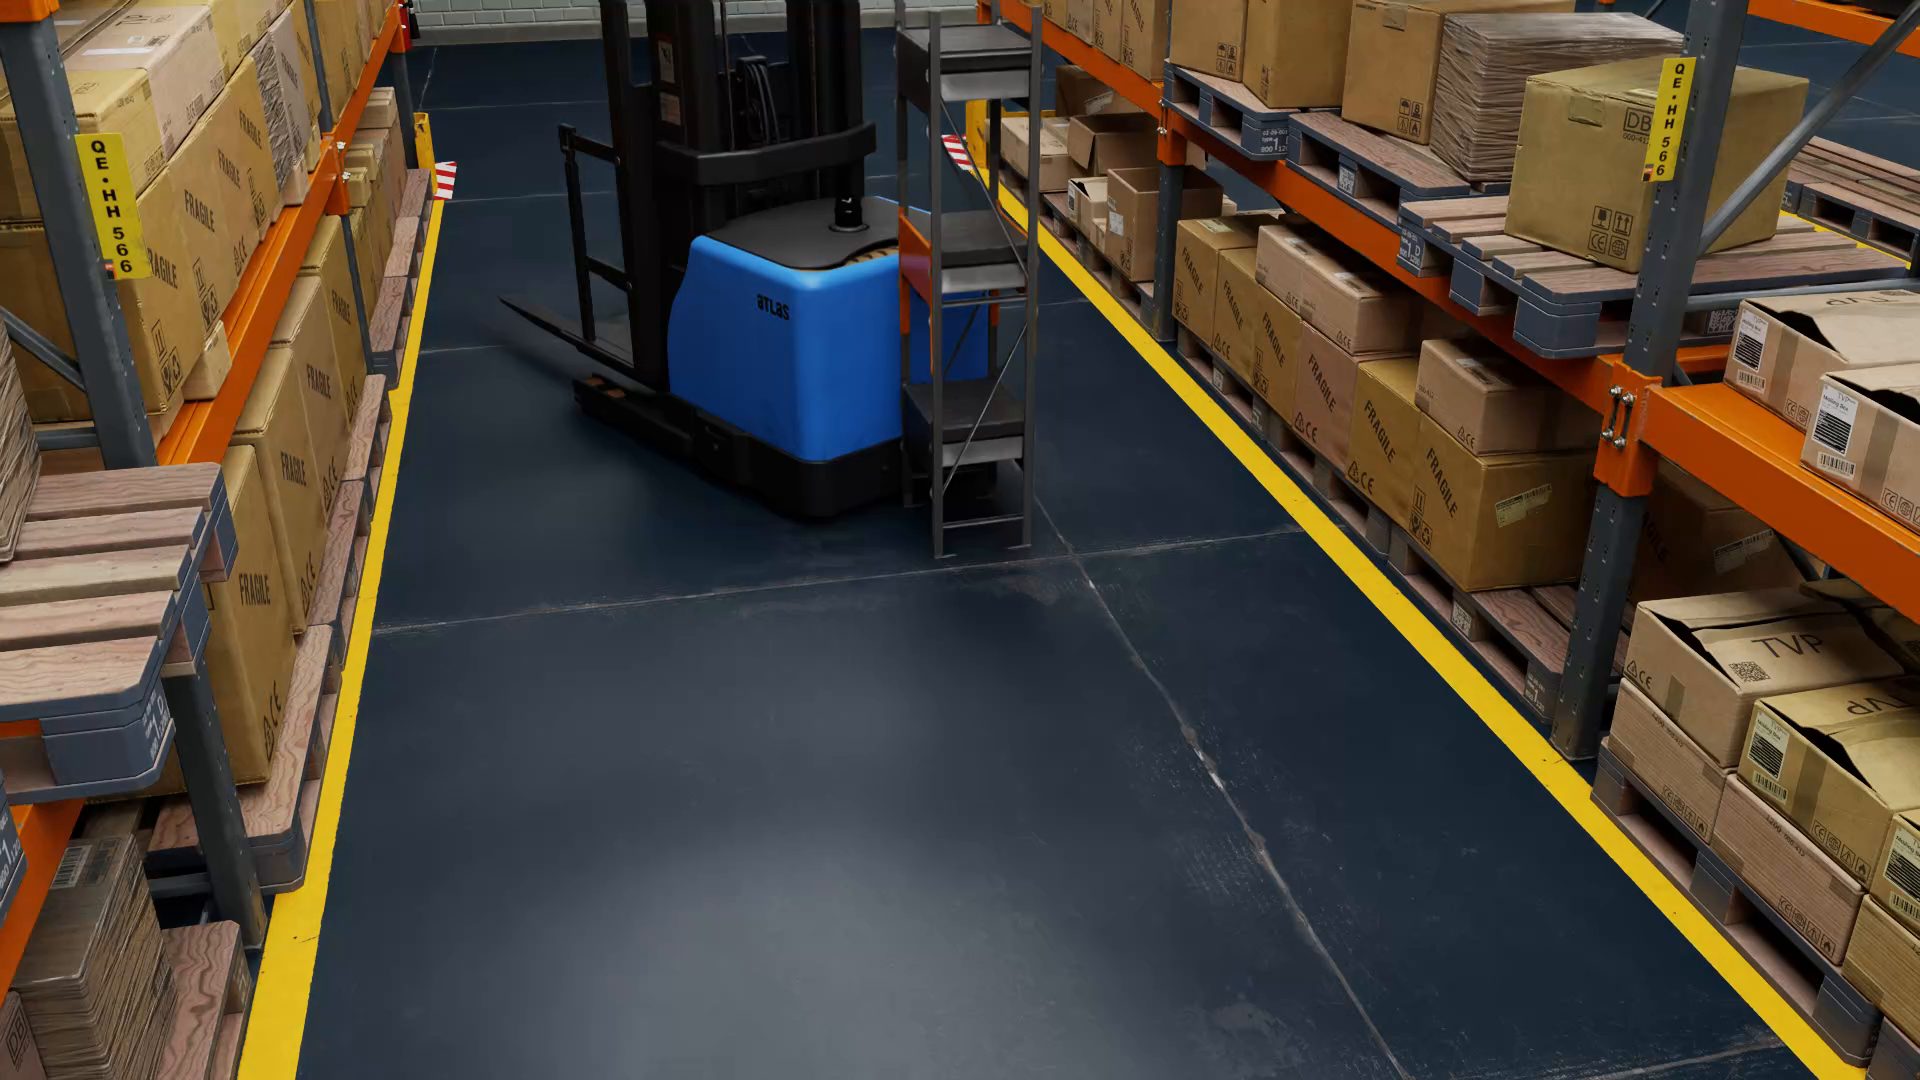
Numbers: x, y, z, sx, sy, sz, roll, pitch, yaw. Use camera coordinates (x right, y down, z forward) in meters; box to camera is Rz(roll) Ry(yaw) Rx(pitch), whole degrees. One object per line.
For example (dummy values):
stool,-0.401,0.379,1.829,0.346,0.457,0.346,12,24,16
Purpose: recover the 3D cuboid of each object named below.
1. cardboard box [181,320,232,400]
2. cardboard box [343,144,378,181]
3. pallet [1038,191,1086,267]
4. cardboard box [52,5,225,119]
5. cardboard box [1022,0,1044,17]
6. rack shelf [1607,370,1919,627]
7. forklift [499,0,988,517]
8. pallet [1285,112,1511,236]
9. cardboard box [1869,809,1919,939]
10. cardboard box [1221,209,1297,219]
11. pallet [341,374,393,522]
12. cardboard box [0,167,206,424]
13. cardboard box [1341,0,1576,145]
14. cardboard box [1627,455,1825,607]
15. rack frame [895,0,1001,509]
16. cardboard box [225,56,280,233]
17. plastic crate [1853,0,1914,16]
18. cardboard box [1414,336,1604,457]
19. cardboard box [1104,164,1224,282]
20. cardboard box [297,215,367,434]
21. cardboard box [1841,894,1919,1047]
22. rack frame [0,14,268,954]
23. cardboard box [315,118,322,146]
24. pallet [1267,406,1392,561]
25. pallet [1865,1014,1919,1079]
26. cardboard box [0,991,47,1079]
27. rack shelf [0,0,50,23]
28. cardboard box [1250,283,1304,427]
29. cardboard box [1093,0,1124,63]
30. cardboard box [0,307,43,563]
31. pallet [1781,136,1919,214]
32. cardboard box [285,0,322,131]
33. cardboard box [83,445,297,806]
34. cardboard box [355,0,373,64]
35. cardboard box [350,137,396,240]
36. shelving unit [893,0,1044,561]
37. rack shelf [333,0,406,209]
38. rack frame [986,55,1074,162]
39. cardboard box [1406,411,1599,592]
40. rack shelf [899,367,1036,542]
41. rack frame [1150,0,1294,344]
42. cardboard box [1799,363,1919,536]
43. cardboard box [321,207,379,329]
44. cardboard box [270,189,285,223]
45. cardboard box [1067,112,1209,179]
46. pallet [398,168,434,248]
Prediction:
cardboard box,-2.276,-0.496,4.660,0.380,0.149,0.250,-5,27,-10
cardboard box,-3.389,-2.048,9.067,0.380,0.149,0.250,-7,28,-13
pallet,1.090,-2.048,10.574,1.003,0.211,1.213,-6,27,-12
cardboard box,-2.491,-1.396,4.891,0.500,0.250,0.500,-6,27,-11
cardboard box,0.696,-3.588,10.418,0.500,0.500,0.500,-6,27,-12
rack shelf,2.875,0.500,3.229,1.077,0.370,4.000,-6,27,-12
forklift,-1.195,-1.987,7.435,1.130,2.935,3.031,-22,34,-36
pallet,1.981,-1.467,6.540,1.003,0.211,1.213,-6,27,-12
cardboard box,2.495,0.804,3.791,0.500,0.311,0.500,-7,28,-13
cardboard box,1.639,-1.657,9.200,0.500,0.311,0.500,-6,27,-12
pallet,-3.056,-0.374,7.258,1.003,0.211,1.213,-6,27,-12
cardboard box,-2.262,-0.620,4.186,0.500,0.500,0.500,-5,27,-10
cardboard box,1.981,-1.918,6.644,0.700,0.500,0.500,-13,30,-25
cardboard box,2.600,-0.008,5.724,0.500,0.500,0.500,-5,27,-9
rack frame,-0.043,-1.094,6.587,0.400,2.100,0.015,-7,28,-14
cardboard box,-2.606,-1.297,5.527,0.500,0.500,0.500,-5,27,-10
plastic crate,5.835,-3.324,10.246,0.437,0.125,0.590,-6,27,-12
cardboard box,1.968,-0.525,5.916,0.500,0.250,0.500,-5,27,-10
cardboard box,1.118,-1.757,9.188,0.500,0.500,0.500,-6,27,-12
cardboard box,-3.030,-0.906,7.136,0.750,0.750,0.750,-6,27,-11
cardboard box,2.493,1.049,3.928,0.500,0.250,0.500,-7,28,-13
rack frame,-2.402,-0.194,3.806,1.000,3.000,0.127,-6,27,-12
cardboard box,-2.951,-1.727,7.100,0.380,0.149,0.250,-6,27,-11
pallet,2.021,-0.320,7.150,1.003,0.211,1.213,-6,27,-12
pallet,2.843,1.446,3.651,1.003,0.211,1.213,-6,27,-12
cardboard box,-2.186,1.274,3.183,0.700,0.500,0.500,-6,27,-12
rack shelf,-1.951,-0.334,1.553,1.077,0.370,4.000,-6,27,-12
cardboard box,1.630,-0.845,7.382,0.500,0.500,0.500,-6,27,-11
cardboard box,1.042,-2.919,9.094,0.500,0.500,0.500,-5,27,-10
cardboard box,-2.286,-0.230,3.278,0.700,0.500,0.500,-9,28,-18
pallet,5.867,-2.567,11.602,1.003,0.211,1.213,-6,27,-12
cardboard box,-2.953,-1.960,6.840,0.500,0.500,0.500,-6,27,-12
cardboard box,-2.439,0.242,4.862,0.750,0.750,0.750,-6,27,-12
cardboard box,-3.742,-2.964,8.960,0.980,0.700,0.700,-7,28,-14
cardboard box,-3.722,-2.040,9.772,0.700,0.500,0.500,-7,28,-13
shelving unit,0.024,-0.988,6.378,0.431,2.100,0.503,-7,28,-14
rack shelf,-3.754,-2.507,9.187,1.077,0.370,4.000,-6,27,-12
rack frame,0.621,-4.211,11.764,1.000,3.000,0.127,-6,27,-12
cardboard box,1.984,-0.166,6.036,0.500,0.500,0.500,-5,27,-10
rack shelf,0.024,-0.351,6.699,0.431,0.518,0.480,-7,28,-14
rack frame,1.522,-2.455,8.285,1.000,3.000,0.127,-6,27,-12
cardboard box,2.437,-0.247,4.009,0.500,0.311,0.500,-6,27,-12
cardboard box,-3.372,-1.361,8.425,0.700,0.500,0.500,-6,27,-11
cardboard box,-2.749,-1.277,6.207,0.380,0.149,0.250,-6,27,-12
cardboard box,1.094,-2.361,10.381,0.797,0.503,0.637,-6,27,-12
pallet,-3.948,-2.118,10.713,1.003,0.211,1.213,-6,27,-12
